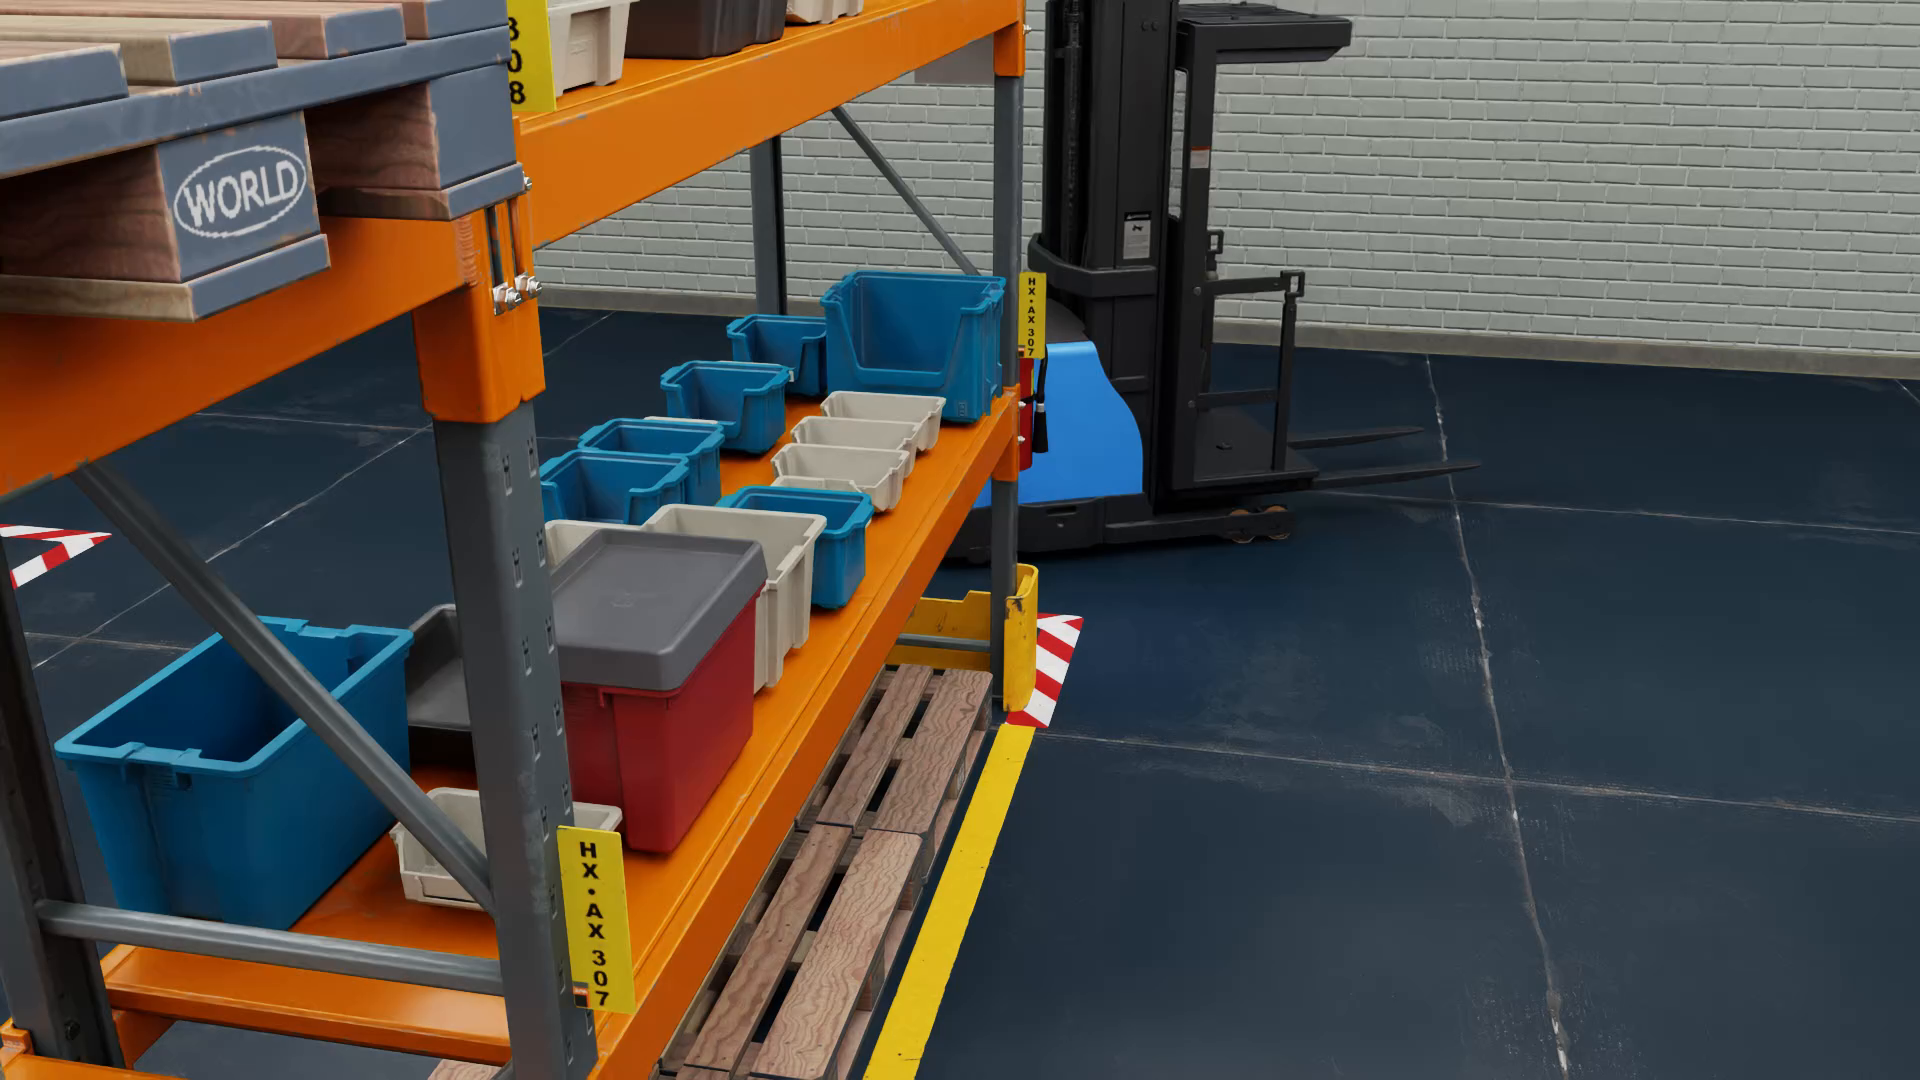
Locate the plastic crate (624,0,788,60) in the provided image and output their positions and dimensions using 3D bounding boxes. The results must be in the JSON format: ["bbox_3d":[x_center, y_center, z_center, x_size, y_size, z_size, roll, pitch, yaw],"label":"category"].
[{"bbox_3d":[-0.568,-1.098,3.224,0.497,0.269,0.590,4,22,11],"label":"plastic crate"}]

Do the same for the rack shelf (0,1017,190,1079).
[{"bbox_3d":[-1.498,1.731,1.002,1.077,0.370,4.000,4,22,11],"label":"rack shelf"}]

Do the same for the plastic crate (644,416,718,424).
[{"bbox_3d":[-0.931,-0.278,5.301,0.250,0.136,0.298,4,22,11],"label":"plastic crate"}]

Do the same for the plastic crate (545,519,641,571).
[{"bbox_3d":[-1.028,0.101,4.360,0.293,0.136,0.466,4,22,11],"label":"plastic crate"}]

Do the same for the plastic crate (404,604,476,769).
[{"bbox_3d":[-1.124,0.336,3.791,0.437,0.125,0.590,4,22,11],"label":"plastic crate"}]

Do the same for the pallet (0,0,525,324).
[{"bbox_3d":[-1.154,-0.343,1.429,1.213,0.211,1.003,4,22,11],"label":"pallet"}]

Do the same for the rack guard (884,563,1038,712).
[{"bbox_3d":[-0.281,0.353,6.808,1.175,0.500,0.348,4,22,11],"label":"rack guard"}]

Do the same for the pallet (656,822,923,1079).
[{"bbox_3d":[-0.731,1.240,4.991,1.003,0.211,1.213,4,22,11],"label":"pallet"}]

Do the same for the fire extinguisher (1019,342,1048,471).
[{"bbox_3d":[0.202,-0.608,6.451,0.296,0.674,0.183,4,22,11],"label":"fire extinguisher"}]

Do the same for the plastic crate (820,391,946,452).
[{"bbox_3d":[-0.262,-0.390,5.580,0.396,0.136,0.243,4,22,11],"label":"plastic crate"}]

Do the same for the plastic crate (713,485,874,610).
[{"bbox_3d":[-0.441,0.024,4.423,0.416,0.233,0.300,4,22,11],"label":"plastic crate"}]

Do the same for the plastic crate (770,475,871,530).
[{"bbox_3d":[-0.411,-0.072,4.789,0.298,0.136,0.250,4,22,11],"label":"plastic crate"}]

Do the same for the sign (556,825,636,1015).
[{"bbox_3d":[-0.551,0.581,2.527,0.100,0.325,0.005,4,22,11],"label":"sign"}]

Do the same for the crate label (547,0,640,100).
[{"bbox_3d":[-0.707,-0.760,2.563,0.293,0.136,0.466,4,22,11],"label":"crate label"}]

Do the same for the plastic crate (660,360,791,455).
[{"bbox_3d":[-0.780,-0.441,5.577,0.416,0.233,0.300,4,22,11],"label":"plastic crate"}]

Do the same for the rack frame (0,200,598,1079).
[{"bbox_3d":[-1.086,0.667,2.683,0.949,2.616,0.053,4,22,11],"label":"rack frame"}]

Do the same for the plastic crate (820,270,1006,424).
[{"bbox_3d":[-0.159,-0.704,5.959,0.616,0.435,0.499,4,22,11],"label":"plastic crate"}]

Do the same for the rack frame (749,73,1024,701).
[{"bbox_3d":[-0.273,-0.797,6.316,1.000,3.000,0.127,4,22,11],"label":"rack frame"}]

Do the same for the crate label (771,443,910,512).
[{"bbox_3d":[-0.369,-0.181,5.062,0.396,0.136,0.243,4,22,11],"label":"crate label"}]

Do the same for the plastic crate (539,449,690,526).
[{"bbox_3d":[-0.976,-0.090,4.706,0.416,0.233,0.300,4,22,11],"label":"plastic crate"}]

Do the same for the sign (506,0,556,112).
[{"bbox_3d":[-0.551,-0.687,2.016,0.100,0.325,0.005,4,22,11],"label":"sign"}]

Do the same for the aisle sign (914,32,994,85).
[{"bbox_3d":[0.028,-2.006,5.841,0.394,0.787,0.004,4,22,11],"label":"aisle sign"}]

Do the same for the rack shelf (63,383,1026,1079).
[{"bbox_3d":[-0.681,0.269,4.635,1.077,0.370,4.000,4,22,11],"label":"rack shelf"}]

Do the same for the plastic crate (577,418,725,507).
[{"bbox_3d":[-0.915,-0.200,4.979,0.416,0.233,0.300,4,22,11],"label":"plastic crate"}]

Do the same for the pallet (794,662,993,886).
[{"bbox_3d":[-0.480,0.796,6.096,1.003,0.211,1.213,4,22,11],"label":"pallet"}]

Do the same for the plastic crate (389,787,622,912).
[{"bbox_3d":[-0.855,0.601,3.118,0.396,0.136,0.243,4,22,11],"label":"plastic crate"}]

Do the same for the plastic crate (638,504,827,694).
[{"bbox_3d":[-0.598,0.149,4.047,0.437,0.282,0.530,4,22,11],"label":"plastic crate"}]

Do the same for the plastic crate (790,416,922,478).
[{"bbox_3d":[-0.336,-0.285,5.319,0.396,0.136,0.243,4,22,11],"label":"plastic crate"}]

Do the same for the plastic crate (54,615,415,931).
[{"bbox_3d":[-1.328,0.449,3.164,0.392,0.384,0.575,4,22,11],"label":"plastic crate"}]

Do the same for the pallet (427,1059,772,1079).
[{"bbox_3d":[-0.977,1.688,3.880,1.003,0.211,1.213,4,22,11],"label":"pallet"}]

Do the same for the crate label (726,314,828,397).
[{"bbox_3d":[-0.646,-0.682,6.175,0.416,0.233,0.303,4,22,11],"label":"crate label"}]

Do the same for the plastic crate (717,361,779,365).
[{"bbox_3d":[-0.792,-0.526,5.917,0.250,0.136,0.298,4,22,11],"label":"plastic crate"}]

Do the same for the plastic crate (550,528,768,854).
[{"bbox_3d":[-0.662,0.301,3.424,0.402,0.464,0.583,4,22,11],"label":"plastic crate"}]

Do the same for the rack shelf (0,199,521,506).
[{"bbox_3d":[-1.498,0.340,0.442,1.077,0.370,4.000,4,22,11],"label":"rack shelf"}]

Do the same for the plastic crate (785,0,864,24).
[{"bbox_3d":[-0.452,-1.291,3.882,0.437,0.136,0.530,4,22,11],"label":"plastic crate"}]

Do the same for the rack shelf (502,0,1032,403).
[{"bbox_3d":[-0.681,-1.123,4.074,1.077,0.370,4.000,4,22,11],"label":"rack shelf"}]

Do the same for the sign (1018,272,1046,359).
[{"bbox_3d":[0.269,-0.836,6.196,0.100,0.325,0.005,4,22,11],"label":"sign"}]

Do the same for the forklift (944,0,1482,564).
[{"bbox_3d":[1.198,-1.527,8.223,3.031,2.935,1.130,-5,23,-13],"label":"forklift"}]
